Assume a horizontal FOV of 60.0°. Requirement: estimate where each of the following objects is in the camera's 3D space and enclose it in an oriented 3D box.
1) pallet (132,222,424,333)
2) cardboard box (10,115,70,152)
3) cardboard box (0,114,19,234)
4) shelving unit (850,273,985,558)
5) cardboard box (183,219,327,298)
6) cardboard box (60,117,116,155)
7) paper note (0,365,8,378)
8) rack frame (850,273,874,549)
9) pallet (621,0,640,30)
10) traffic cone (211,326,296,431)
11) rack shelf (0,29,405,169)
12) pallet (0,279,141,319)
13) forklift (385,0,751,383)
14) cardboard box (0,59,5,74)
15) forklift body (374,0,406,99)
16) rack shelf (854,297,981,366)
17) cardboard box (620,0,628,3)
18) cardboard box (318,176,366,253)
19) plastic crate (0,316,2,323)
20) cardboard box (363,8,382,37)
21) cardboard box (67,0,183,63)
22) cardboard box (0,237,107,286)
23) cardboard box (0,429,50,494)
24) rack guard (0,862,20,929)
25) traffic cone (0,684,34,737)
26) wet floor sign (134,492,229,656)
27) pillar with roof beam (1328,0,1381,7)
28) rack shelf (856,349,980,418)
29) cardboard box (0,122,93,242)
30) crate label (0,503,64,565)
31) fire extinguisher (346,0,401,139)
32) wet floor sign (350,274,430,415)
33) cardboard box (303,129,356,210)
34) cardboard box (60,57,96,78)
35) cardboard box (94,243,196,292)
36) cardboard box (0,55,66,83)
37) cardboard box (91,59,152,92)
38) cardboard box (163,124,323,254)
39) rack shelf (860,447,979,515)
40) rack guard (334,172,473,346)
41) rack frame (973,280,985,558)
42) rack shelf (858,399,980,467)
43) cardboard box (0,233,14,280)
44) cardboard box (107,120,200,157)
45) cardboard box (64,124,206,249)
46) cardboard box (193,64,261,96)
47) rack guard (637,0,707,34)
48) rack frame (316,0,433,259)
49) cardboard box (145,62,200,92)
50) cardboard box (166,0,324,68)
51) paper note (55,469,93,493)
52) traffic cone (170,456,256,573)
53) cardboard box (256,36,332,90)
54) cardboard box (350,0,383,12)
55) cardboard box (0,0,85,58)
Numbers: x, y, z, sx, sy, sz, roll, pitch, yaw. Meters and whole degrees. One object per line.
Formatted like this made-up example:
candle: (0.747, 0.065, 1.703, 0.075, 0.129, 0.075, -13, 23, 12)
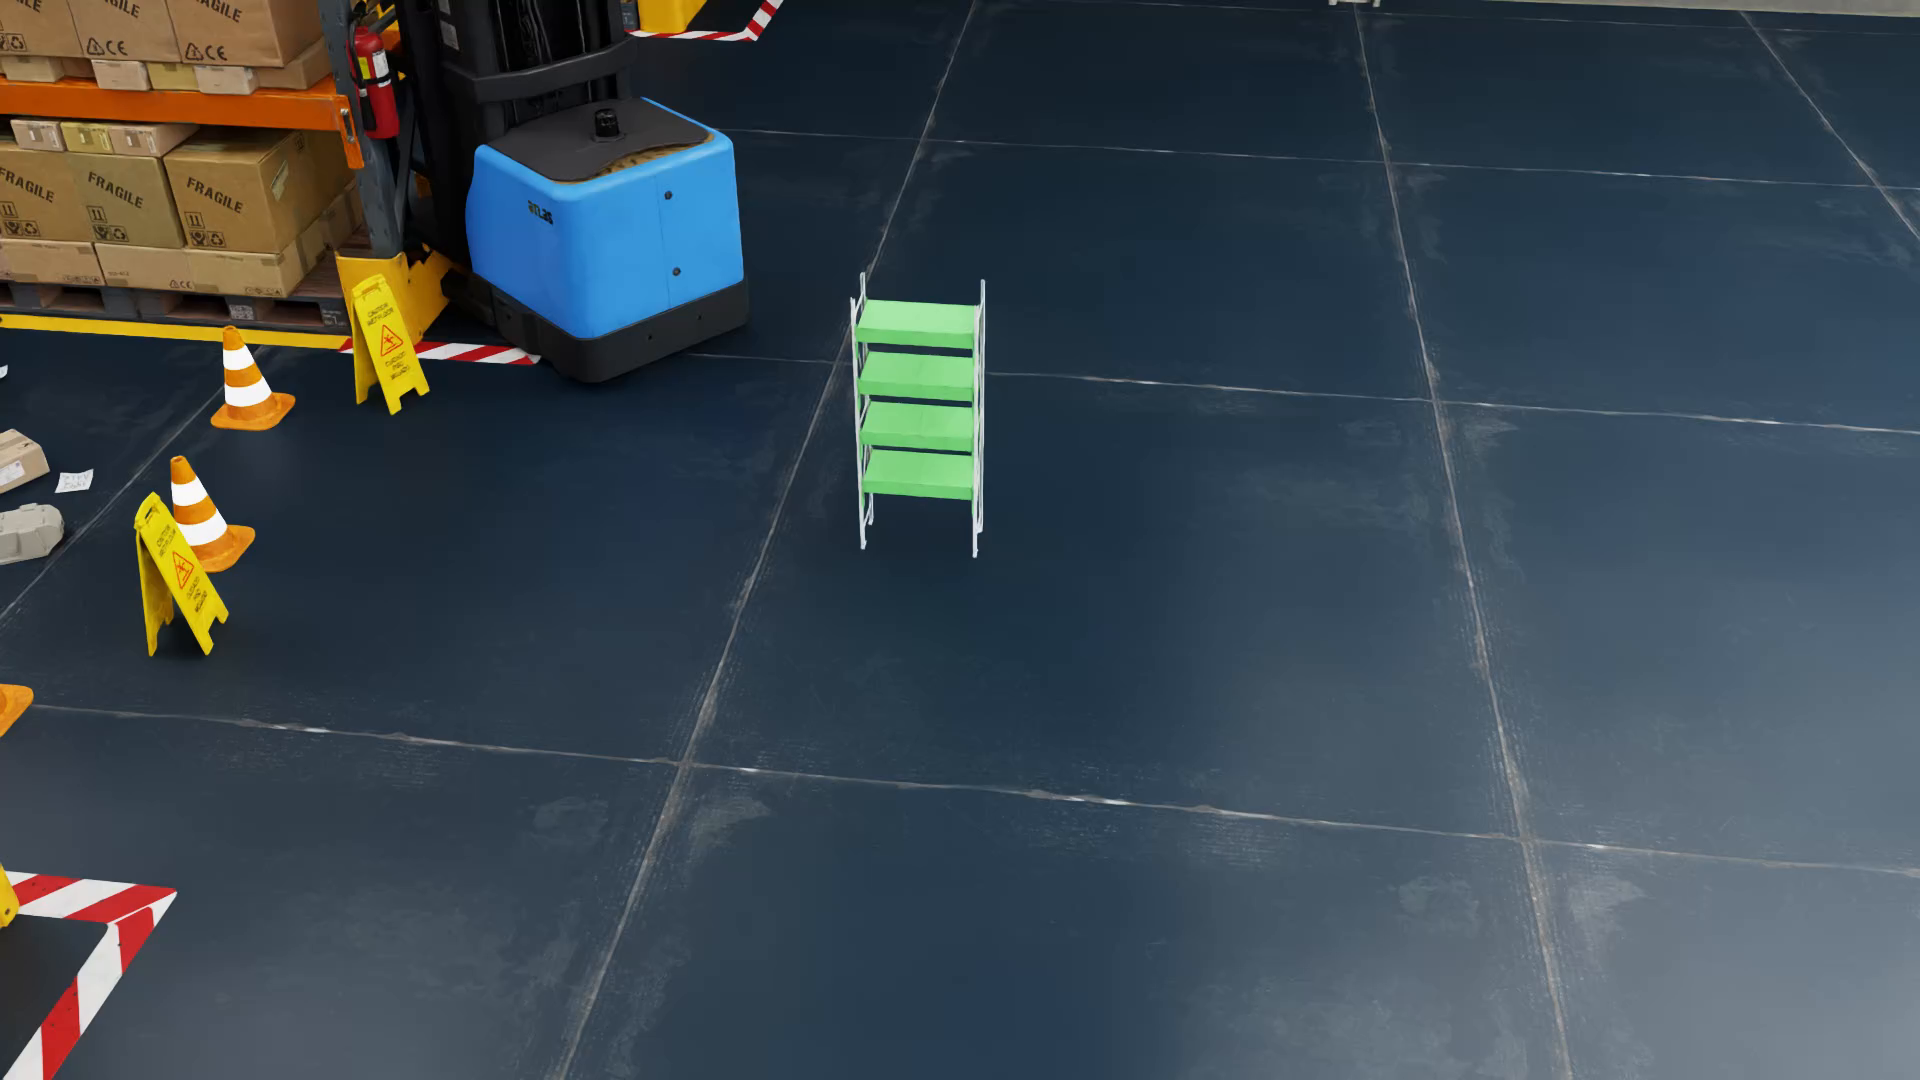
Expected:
pallet: (-3.736, -1.509, 9.183, 1.213, 0.211, 1.003, 4, 36, 6)
cardboard box: (-4.570, -2.117, 8.436, 0.250, 0.149, 0.380, 6, 36, 8)
cardboard box: (-5.229, -1.939, 8.745, 0.500, 0.500, 0.500, 6, 36, 8)
shelving unit: (-0.164, -0.501, 6.919, 0.503, 1.200, 0.258, 4, 36, 6)
cardboard box: (-3.719, -1.516, 8.798, 0.500, 0.250, 0.500, 4, 36, 6)
cardboard box: (-4.309, -2.097, 8.407, 0.250, 0.149, 0.380, 5, 36, 7)
paper note: (-4.899, -0.837, 8.396, 0.148, 0.019, 0.142, -7, 36, -10)
rack frame: (-0.406, -0.519, 6.944, 0.015, 1.200, 0.240, 4, 36, 6)
pallet: (-2.995, -4.316, 13.115, 1.213, 0.211, 1.003, 4, 36, 6)
traffic cone: (-3.450, -0.814, 7.992, 0.334, 0.463, 0.336, 4, 36, 6)
rack shelf: (-4.843, -2.413, 8.668, 4.000, 0.370, 1.077, 4, 36, 6)
pallet: (-4.942, -1.601, 9.311, 1.213, 0.211, 1.003, 4, 36, 6)
forklift: (-2.476, -2.735, 8.560, 1.130, 2.935, 3.031, -28, 44, -34)
cardboard box: (-4.771, -2.484, 8.365, 0.250, 0.149, 0.380, 4, 36, 6)
forklift body: (-4.344, -4.162, 11.230, 1.214, 2.155, 2.313, 4, 36, 6)
rack shelf: (-0.164, -0.839, 6.677, 0.480, 0.148, 0.258, 4, 36, 6)
cardboard box: (-2.737, -4.323, 12.730, 0.500, 0.250, 0.500, 5, 36, 6)
cardboard box: (-3.624, -1.829, 9.236, 0.500, 0.250, 0.500, 4, 36, 6)
plastic crate: (-5.374, -1.077, 8.690, 0.583, 0.080, 0.402, -7, 36, -10)
cardboard box: (-3.170, -2.600, 8.527, 0.250, 0.149, 0.380, 4, 36, 6)
cardboard box: (-3.929, -2.641, 8.026, 0.500, 0.500, 0.500, 4, 36, 6)
cardboard box: (-4.728, -1.593, 8.905, 0.500, 0.250, 0.500, 3, 36, 4)
cardboard box: (-4.416, -0.331, 7.585, 0.250, 0.149, 0.380, 24, 42, 30)
rack guard: (-3.366, 1.321, 4.969, 0.348, 0.500, 1.175, 4, 36, 6)
traffic cone: (-3.735, 0.477, 6.184, 0.334, 0.463, 0.336, 4, 36, 6)
wet floor sign: (-3.109, 0.121, 6.525, 0.232, 0.644, 0.267, -2, 36, -2)
pillar with roof beam: (2.596, -5.506, 7.219, 0.400, 9.000, 9.100, 4, 36, 6)
rack shelf: (-0.164, -0.644, 6.816, 0.480, 0.148, 0.258, 4, 36, 6)
cardboard box: (-4.705, -1.902, 8.693, 0.500, 0.500, 0.500, 3, 36, 5)
crate label: (-4.042, -0.039, 7.187, 0.298, 0.136, 0.250, -14, 38, -18)
fire extinguisher: (-2.804, -2.252, 7.890, 0.183, 0.674, 0.296, 4, 36, 6)
wet floor sign: (-2.807, -0.969, 8.052, 0.232, 0.644, 0.267, 17, 39, 22)
cardboard box: (-3.648, -2.135, 9.020, 0.500, 0.500, 0.500, 3, 36, 4)
cardboard box: (-4.270, -2.448, 8.314, 0.250, 0.149, 0.380, 5, 36, 7)
cardboard box: (-4.208, -1.557, 8.855, 0.500, 0.250, 0.500, 4, 36, 6)
cardboard box: (-4.535, -2.414, 8.267, 0.250, 0.149, 0.380, 4, 36, 5)
cardboard box: (-4.034, -2.348, 8.174, 0.250, 0.149, 0.380, 5, 36, 7)
cardboard box: (-3.687, -1.824, 8.583, 0.500, 0.500, 0.500, 4, 36, 6)
rack shelf: (-0.164, -0.253, 7.095, 0.480, 0.148, 0.258, 4, 36, 6)
rack guard: (-2.935, -1.546, 8.986, 0.348, 0.500, 1.175, 4, 36, 6)
rack frame: (0.078, -0.483, 6.893, 0.015, 1.200, 0.240, 4, 36, 6)
rack shelf: (-0.164, -0.449, 6.956, 0.480, 0.148, 0.258, 4, 36, 6)
cardboard box: (-5.218, -1.636, 8.965, 0.500, 0.250, 0.500, 4, 36, 5)
cardboard box: (-4.060, -2.076, 8.379, 0.250, 0.149, 0.380, 5, 36, 7)
cardboard box: (-4.205, -1.861, 8.635, 0.500, 0.500, 0.500, 6, 36, 8)
cardboard box: (-3.523, -2.315, 8.128, 0.250, 0.149, 0.380, 4, 36, 5)
rack guard: (-2.207, -4.399, 12.983, 0.348, 0.500, 1.175, 4, 36, 6)
rack frame: (-2.859, -2.558, 8.252, 0.127, 3.000, 1.000, 4, 36, 6)
cardboard box: (-3.774, -2.346, 8.171, 0.250, 0.149, 0.380, 4, 36, 5)
cardboard box: (-3.433, -2.601, 7.970, 0.500, 0.500, 0.500, 4, 36, 5)
paper note: (-4.050, -0.272, 7.605, 0.142, 0.019, 0.148, -7, 36, -10)
traffic cone: (-3.254, -0.149, 7.061, 0.334, 0.463, 0.336, 4, 36, 6)
cardboard box: (-3.257, -2.360, 8.191, 0.250, 0.149, 0.380, 5, 36, 8)
cardboard box: (-3.294, -2.915, 8.409, 0.500, 0.500, 0.500, 4, 36, 5)
cardboard box: (-4.424, -2.680, 8.081, 0.500, 0.500, 0.500, 4, 36, 6)
